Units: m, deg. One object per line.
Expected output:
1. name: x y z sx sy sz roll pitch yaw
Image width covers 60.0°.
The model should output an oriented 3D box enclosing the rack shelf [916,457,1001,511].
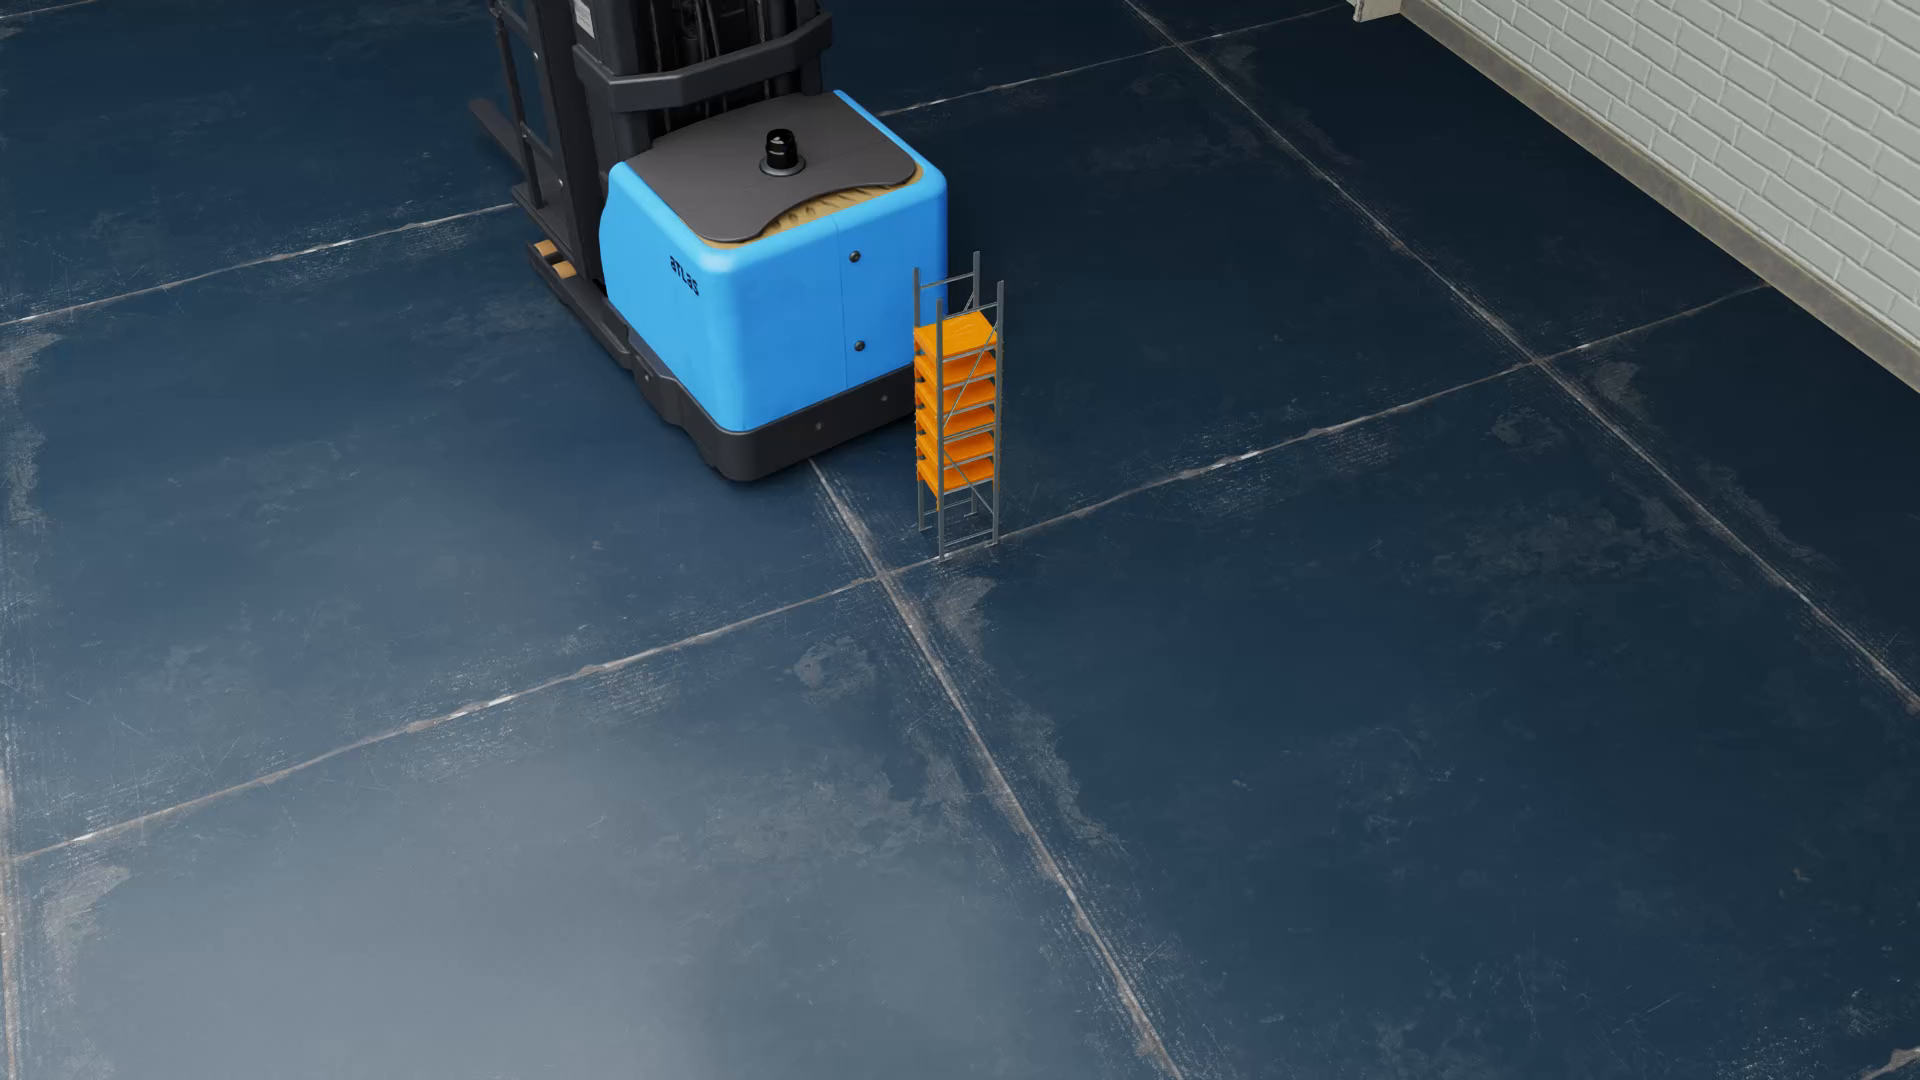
1. rack shelf: -0.006 -0.234 6.038 0.258 0.103 0.180 -18 47 -17

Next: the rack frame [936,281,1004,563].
1. rack frame: 0.032 -0.378 5.779 0.240 1.200 0.006 -18 47 -17

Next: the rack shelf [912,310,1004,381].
1. rack shelf: -0.006 -0.661 5.616 0.258 0.103 0.180 -18 47 -17

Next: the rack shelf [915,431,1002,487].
1. rack shelf: -0.006 -0.319 5.953 0.258 0.103 0.180 -18 47 -17

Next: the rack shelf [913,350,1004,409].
1. rack shelf: -0.006 -0.576 5.701 0.258 0.103 0.180 -18 47 -17

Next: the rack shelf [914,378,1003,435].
1. rack shelf: -0.006 -0.490 5.785 0.258 0.103 0.180 -18 47 -17

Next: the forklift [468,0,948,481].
1. forklift: -1.271 -2.274 6.467 1.130 2.935 3.031 -25 50 -23

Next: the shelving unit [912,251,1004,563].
1. shelving unit: -0.006 -0.436 5.838 0.258 1.200 0.189 -18 47 -17

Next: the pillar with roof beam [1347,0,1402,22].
1. pillar with roof beam: -1.663 -4.945 4.854 9.100 9.000 0.400 -18 47 -17

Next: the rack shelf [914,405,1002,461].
1. rack shelf: -0.006 -0.405 5.869 0.258 0.103 0.180 -18 47 -17

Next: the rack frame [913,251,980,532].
1. rack frame: -0.045 -0.495 5.897 0.240 1.200 0.006 -18 47 -17
